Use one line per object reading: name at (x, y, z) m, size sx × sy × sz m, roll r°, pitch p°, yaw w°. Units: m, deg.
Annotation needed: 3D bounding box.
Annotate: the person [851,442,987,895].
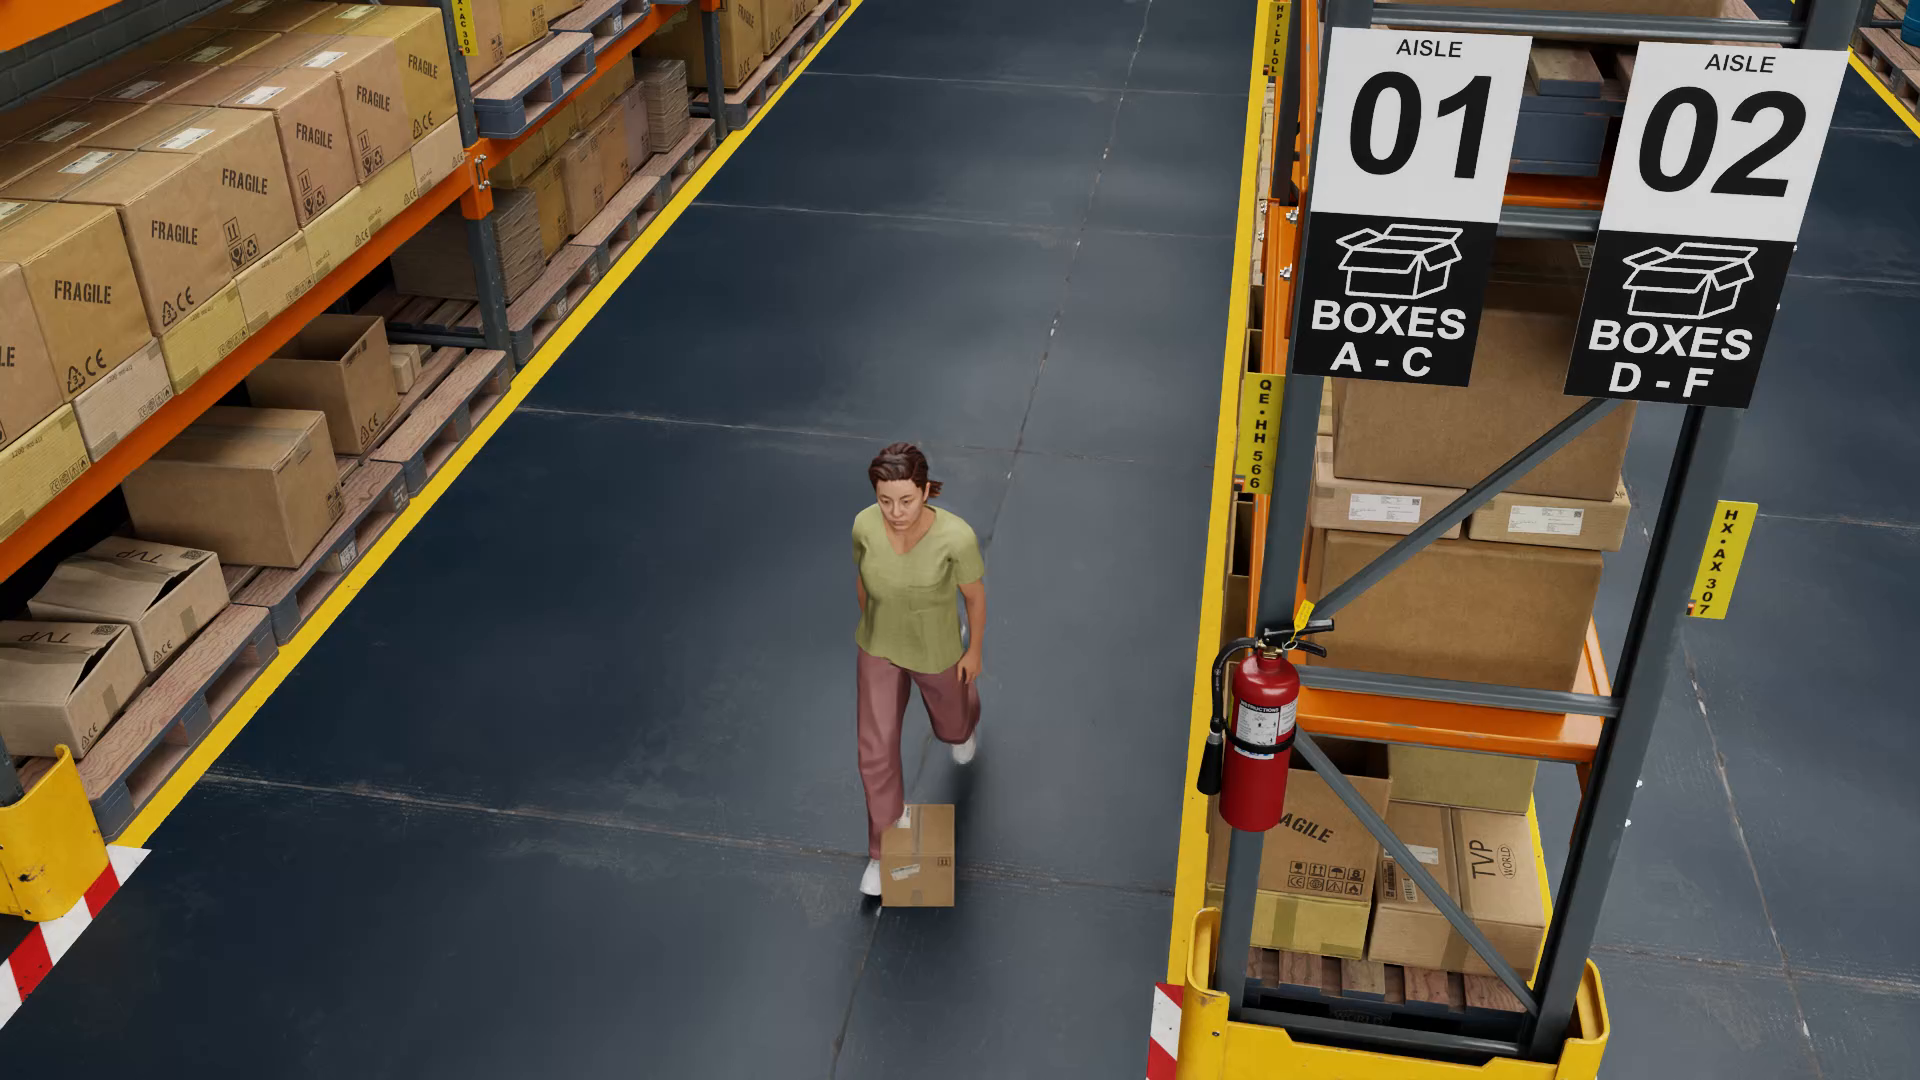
person at (-0.124, 0.329, 5.639) m, size 0.451 × 1.629 × 0.967 m, roll 6°, pitch 33°, yaw 10°
